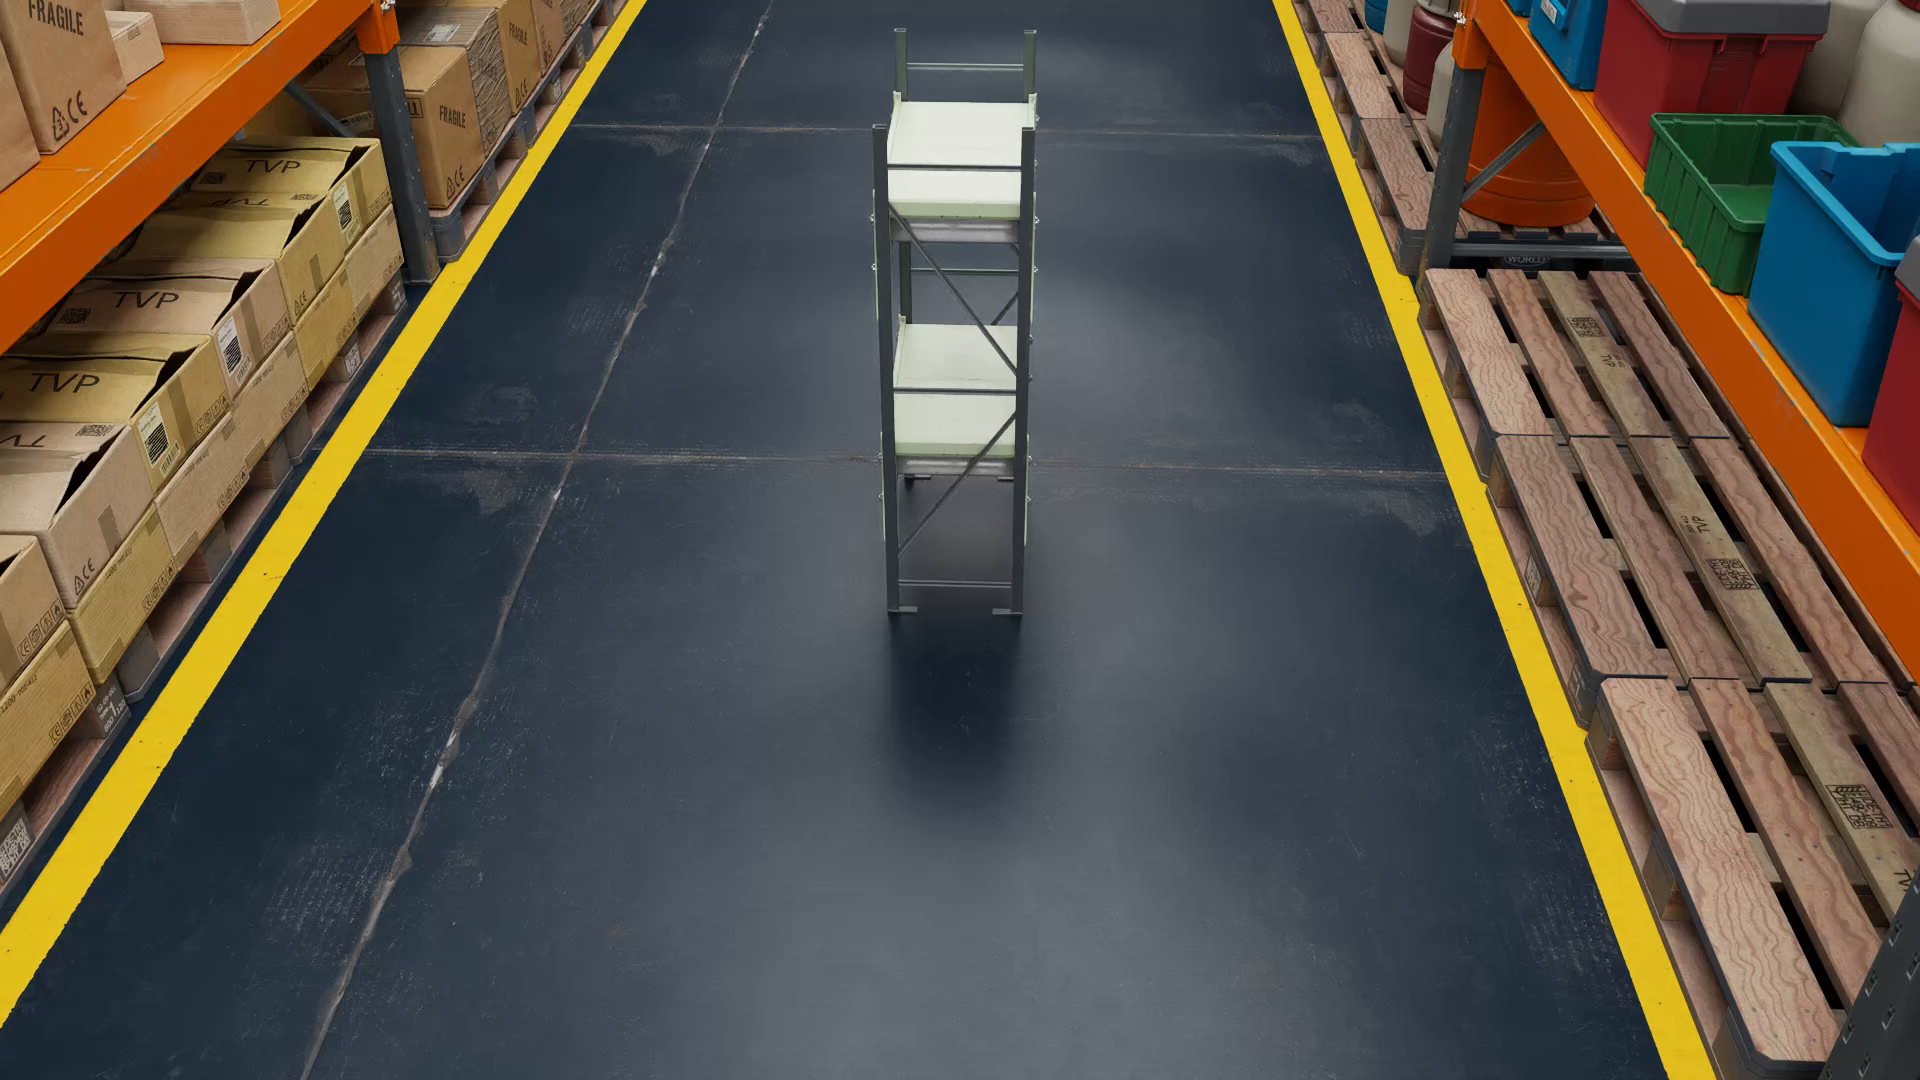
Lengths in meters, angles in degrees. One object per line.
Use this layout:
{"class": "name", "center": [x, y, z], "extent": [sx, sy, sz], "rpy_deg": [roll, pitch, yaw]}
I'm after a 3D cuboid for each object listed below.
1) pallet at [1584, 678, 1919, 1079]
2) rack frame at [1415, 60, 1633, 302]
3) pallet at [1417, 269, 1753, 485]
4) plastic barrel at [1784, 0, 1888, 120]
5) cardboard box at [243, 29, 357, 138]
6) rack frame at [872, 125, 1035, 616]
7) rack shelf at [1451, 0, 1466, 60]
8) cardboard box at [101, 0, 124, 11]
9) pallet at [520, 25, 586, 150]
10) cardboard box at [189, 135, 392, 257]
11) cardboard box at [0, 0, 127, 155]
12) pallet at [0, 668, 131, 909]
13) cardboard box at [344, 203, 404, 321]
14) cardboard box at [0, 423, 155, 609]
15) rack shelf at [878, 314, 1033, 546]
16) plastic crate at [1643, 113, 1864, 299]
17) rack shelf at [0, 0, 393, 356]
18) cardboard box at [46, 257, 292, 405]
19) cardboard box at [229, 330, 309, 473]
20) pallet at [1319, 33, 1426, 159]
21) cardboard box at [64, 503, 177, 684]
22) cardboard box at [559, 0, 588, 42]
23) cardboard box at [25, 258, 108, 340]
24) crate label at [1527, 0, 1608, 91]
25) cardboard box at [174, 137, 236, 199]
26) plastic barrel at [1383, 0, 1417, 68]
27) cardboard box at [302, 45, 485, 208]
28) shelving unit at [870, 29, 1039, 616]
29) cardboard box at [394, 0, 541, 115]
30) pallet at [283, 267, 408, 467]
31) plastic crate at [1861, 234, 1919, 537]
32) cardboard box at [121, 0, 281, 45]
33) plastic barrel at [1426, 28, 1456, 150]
{"class": "pallet", "center": [2.155, 0.804, 3.923], "extent": [1.003, 0.211, 1.213], "rpy_deg": [1, 35, 2]}
{"class": "rack frame", "center": [2.323, -2.183, 5.748], "extent": [1.000, 3.000, 0.127], "rpy_deg": [1, 35, 2]}
{"class": "pallet", "center": [2.253, -0.598, 5.918], "extent": [1.003, 0.211, 1.213], "rpy_deg": [1, 35, 2]}
{"class": "plastic barrel", "center": [2.478, -1.391, 4.523], "extent": [0.421, 0.512, 0.421], "rpy_deg": [0, 35, 0]}
{"class": "cardboard box", "center": [-2.823, -2.000, 7.278], "extent": [0.500, 0.500, 0.500], "rpy_deg": [3, 35, 4]}
{"class": "rack frame", "center": [-0.015, -0.399, 4.514], "extent": [0.400, 1.500, 0.023], "rpy_deg": [1, 35, 2]}
{"class": "rack shelf", "center": [2.403, -3.038, 7.590], "extent": [1.077, 0.370, 4.000], "rpy_deg": [1, 35, 2]}
{"class": "cardboard box", "center": [-2.856, -1.754, 5.215], "extent": [0.500, 0.311, 0.500], "rpy_deg": [1, 35, 1]}
{"class": "pallet", "center": [-2.507, -2.286, 8.319], "extent": [1.003, 0.211, 1.213], "rpy_deg": [1, 35, 2]}
{"class": "cardboard box", "center": [-2.401, -1.270, 5.986], "extent": [0.500, 0.311, 0.500], "rpy_deg": [2, 35, 3]}
{"class": "cardboard box", "center": [-2.677, -1.376, 4.513], "extent": [0.500, 0.500, 0.500], "rpy_deg": [0, 35, -1]}
{"class": "pallet", "center": [-2.796, 0.715, 4.049], "extent": [1.003, 0.211, 1.213], "rpy_deg": [1, 35, 2]}
{"class": "cardboard box", "center": [-2.404, -1.039, 6.146], "extent": [0.500, 0.250, 0.500], "rpy_deg": [2, 35, 3]}
{"class": "cardboard box", "center": [-2.476, -0.095, 4.314], "extent": [0.500, 0.311, 0.500], "rpy_deg": [0, 35, 0]}
{"class": "rack shelf", "center": [0.000, -0.343, 5.001], "extent": [0.431, 0.370, 0.720], "rpy_deg": [1, 35, 2]}
{"class": "plastic crate", "center": [1.950, -0.806, 3.972], "extent": [0.450, 0.188, 0.662], "rpy_deg": [1, 35, 2]}
{"class": "rack shelf", "center": [-2.707, -0.856, 4.486], "extent": [1.077, 0.370, 4.000], "rpy_deg": [1, 35, 2]}
{"class": "cardboard box", "center": [-2.439, -0.681, 5.148], "extent": [0.500, 0.311, 0.500], "rpy_deg": [1, 35, 2]}
{"class": "cardboard box", "center": [-2.444, -0.454, 5.313], "extent": [0.500, 0.250, 0.500], "rpy_deg": [2, 35, 3]}
{"class": "pallet", "center": [2.365, -2.195, 8.190], "extent": [1.003, 0.211, 1.213], "rpy_deg": [1, 35, 2]}
{"class": "cardboard box", "center": [-2.483, 0.134, 4.477], "extent": [0.500, 0.250, 0.500], "rpy_deg": [0, 35, 0]}
{"class": "cardboard box", "center": [-2.248, -2.893, 8.549], "extent": [0.500, 0.500, 0.500], "rpy_deg": [2, 35, 2]}
{"class": "cardboard box", "center": [-2.976, -0.687, 5.157], "extent": [0.500, 0.311, 0.500], "rpy_deg": [0, 35, 1]}
{"class": "crate label", "center": [2.013, -1.633, 4.934], "extent": [0.502, 0.435, 0.616], "rpy_deg": [1, 35, 2]}
{"class": "cardboard box", "center": [-2.941, -1.282, 6.004], "extent": [0.500, 0.311, 0.500], "rpy_deg": [2, 35, 3]}
{"class": "plastic barrel", "center": [2.304, -2.594, 8.131], "extent": [0.421, 0.512, 0.421], "rpy_deg": [0, 35, 0]}
{"class": "cardboard box", "center": [-2.322, -1.712, 6.869], "extent": [0.500, 0.500, 0.500], "rpy_deg": [3, 35, 4]}
{"class": "shelving unit", "center": [0.000, -0.610, 4.813], "extent": [0.431, 1.500, 0.755], "rpy_deg": [1, 35, 2]}
{"class": "cardboard box", "center": [-2.282, -2.301, 7.707], "extent": [0.500, 0.500, 0.500], "rpy_deg": [1, 35, 1]}
{"class": "pallet", "center": [-2.698, -0.687, 6.044], "extent": [1.003, 0.211, 1.213], "rpy_deg": [1, 35, 2]}
{"class": "plastic crate", "center": [1.876, -0.197, 2.865], "extent": [0.402, 0.464, 0.583], "rpy_deg": [1, 35, 2]}
{"class": "cardboard box", "center": [-2.386, -1.674, 5.242], "extent": [0.380, 0.149, 0.250], "rpy_deg": [1, 35, 2]}
{"class": "plastic barrel", "center": [2.259, -1.945, 7.208], "extent": [0.421, 0.512, 0.421], "rpy_deg": [0, 35, 0]}
